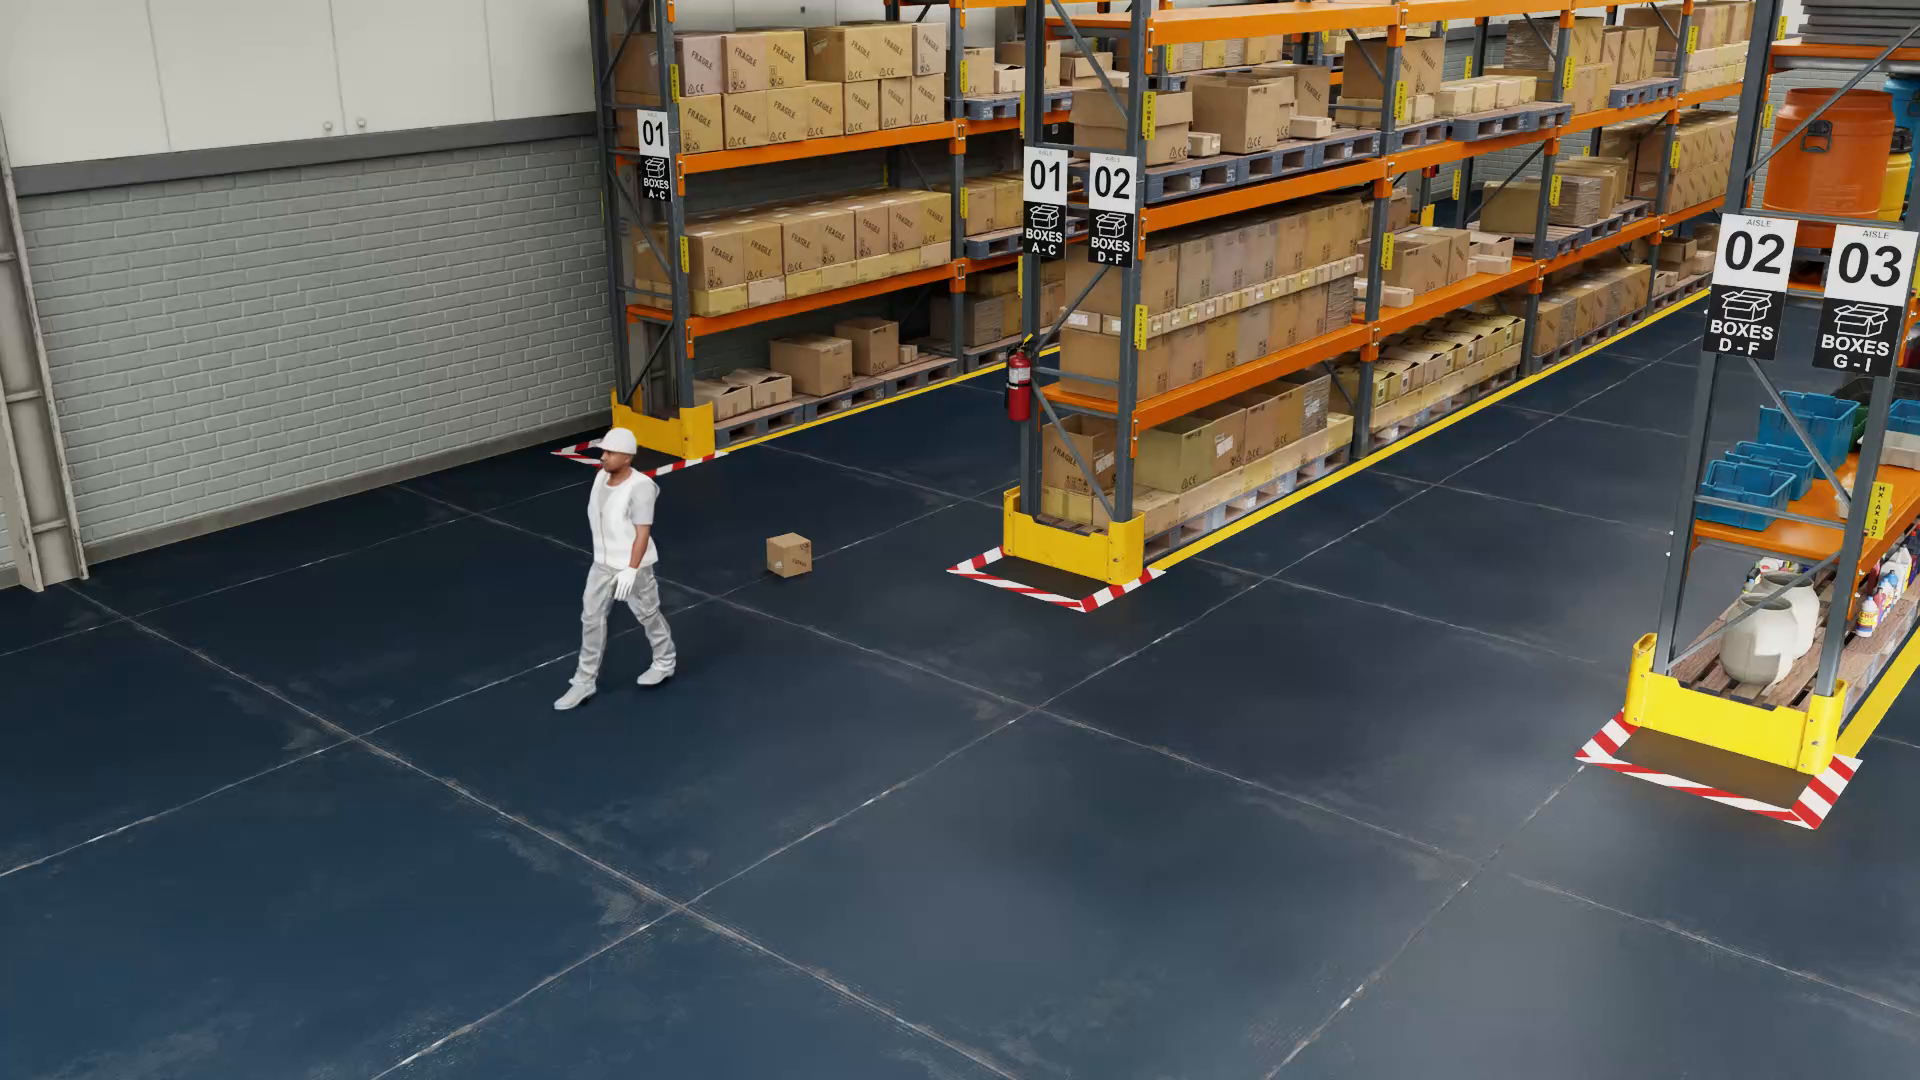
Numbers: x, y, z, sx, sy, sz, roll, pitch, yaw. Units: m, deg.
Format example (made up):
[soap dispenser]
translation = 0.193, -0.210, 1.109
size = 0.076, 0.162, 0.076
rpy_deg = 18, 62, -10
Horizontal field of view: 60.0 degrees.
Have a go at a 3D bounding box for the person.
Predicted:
[person]
translation = -2.195, 0.180, 10.537
size = 0.567, 1.787, 0.824
rpy_deg = 15, 25, 35
